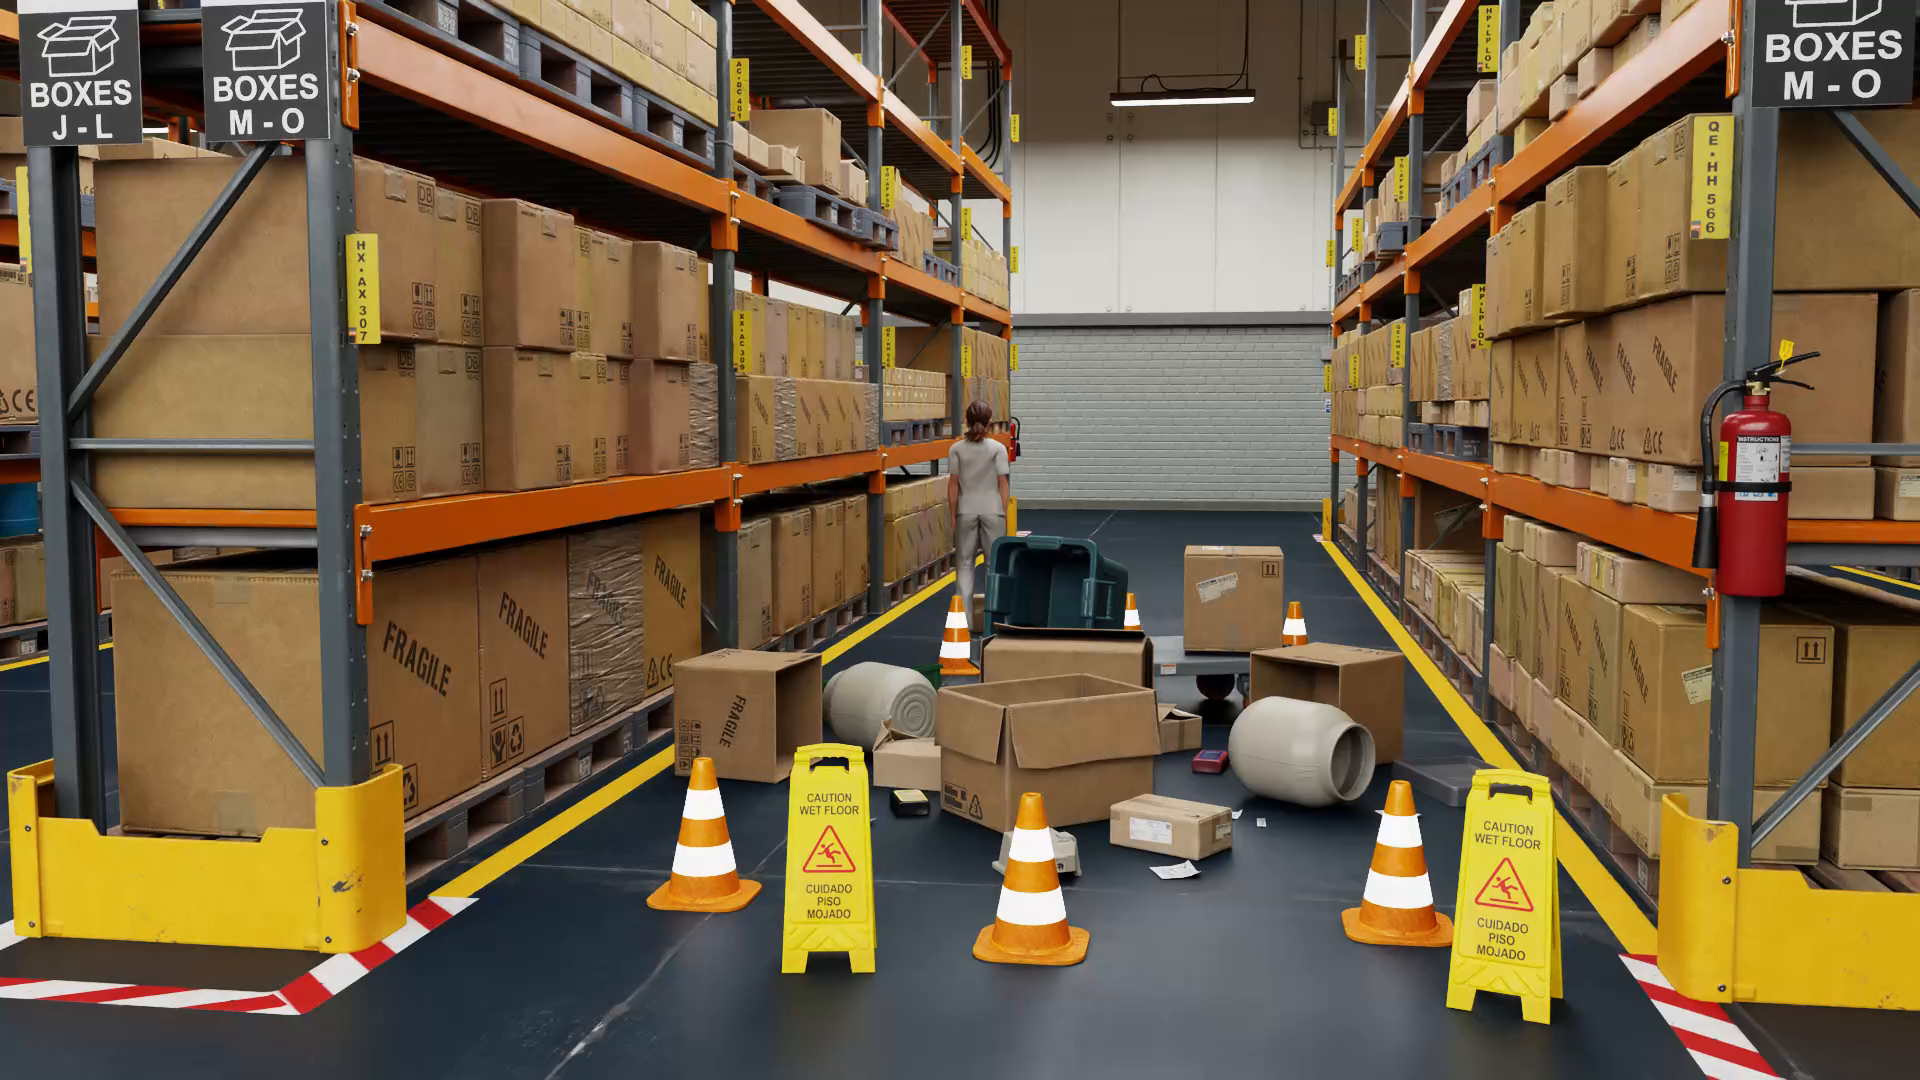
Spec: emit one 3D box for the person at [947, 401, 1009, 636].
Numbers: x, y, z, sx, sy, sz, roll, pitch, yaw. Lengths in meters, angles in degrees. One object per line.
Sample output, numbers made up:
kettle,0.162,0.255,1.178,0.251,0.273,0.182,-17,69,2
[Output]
person,0.131,-0.117,11.604,0.436,1.703,0.373,1,5,9
